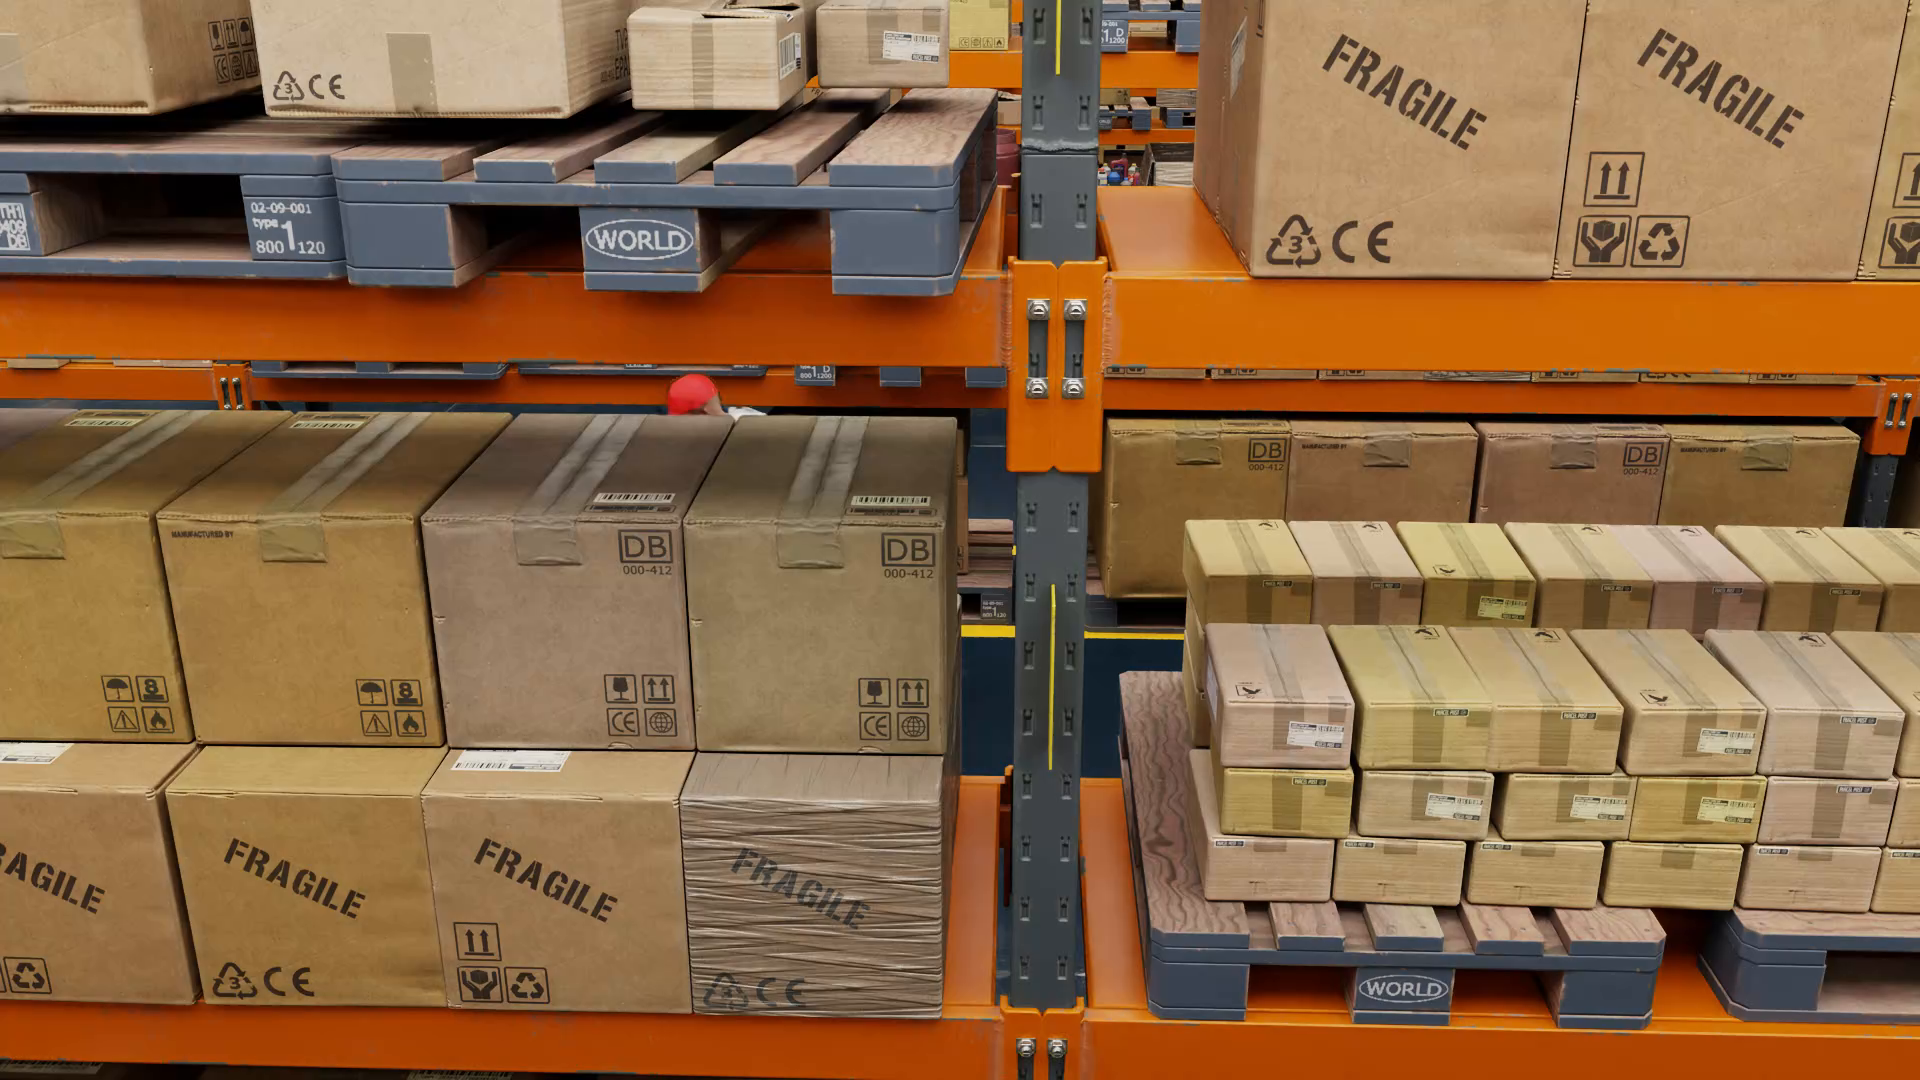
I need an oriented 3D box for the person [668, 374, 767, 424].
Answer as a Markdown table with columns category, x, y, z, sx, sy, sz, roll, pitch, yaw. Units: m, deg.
| category | x | y | z | sx | sy | sz | roll | pitch | yaw |
| --- | --- | --- | --- | --- | --- | --- | --- | --- | --- |
| person | -0.865 | 0.017 | 7.349 | 0.819 | 1.541 | 0.484 | 0 | 21 | 1 |
